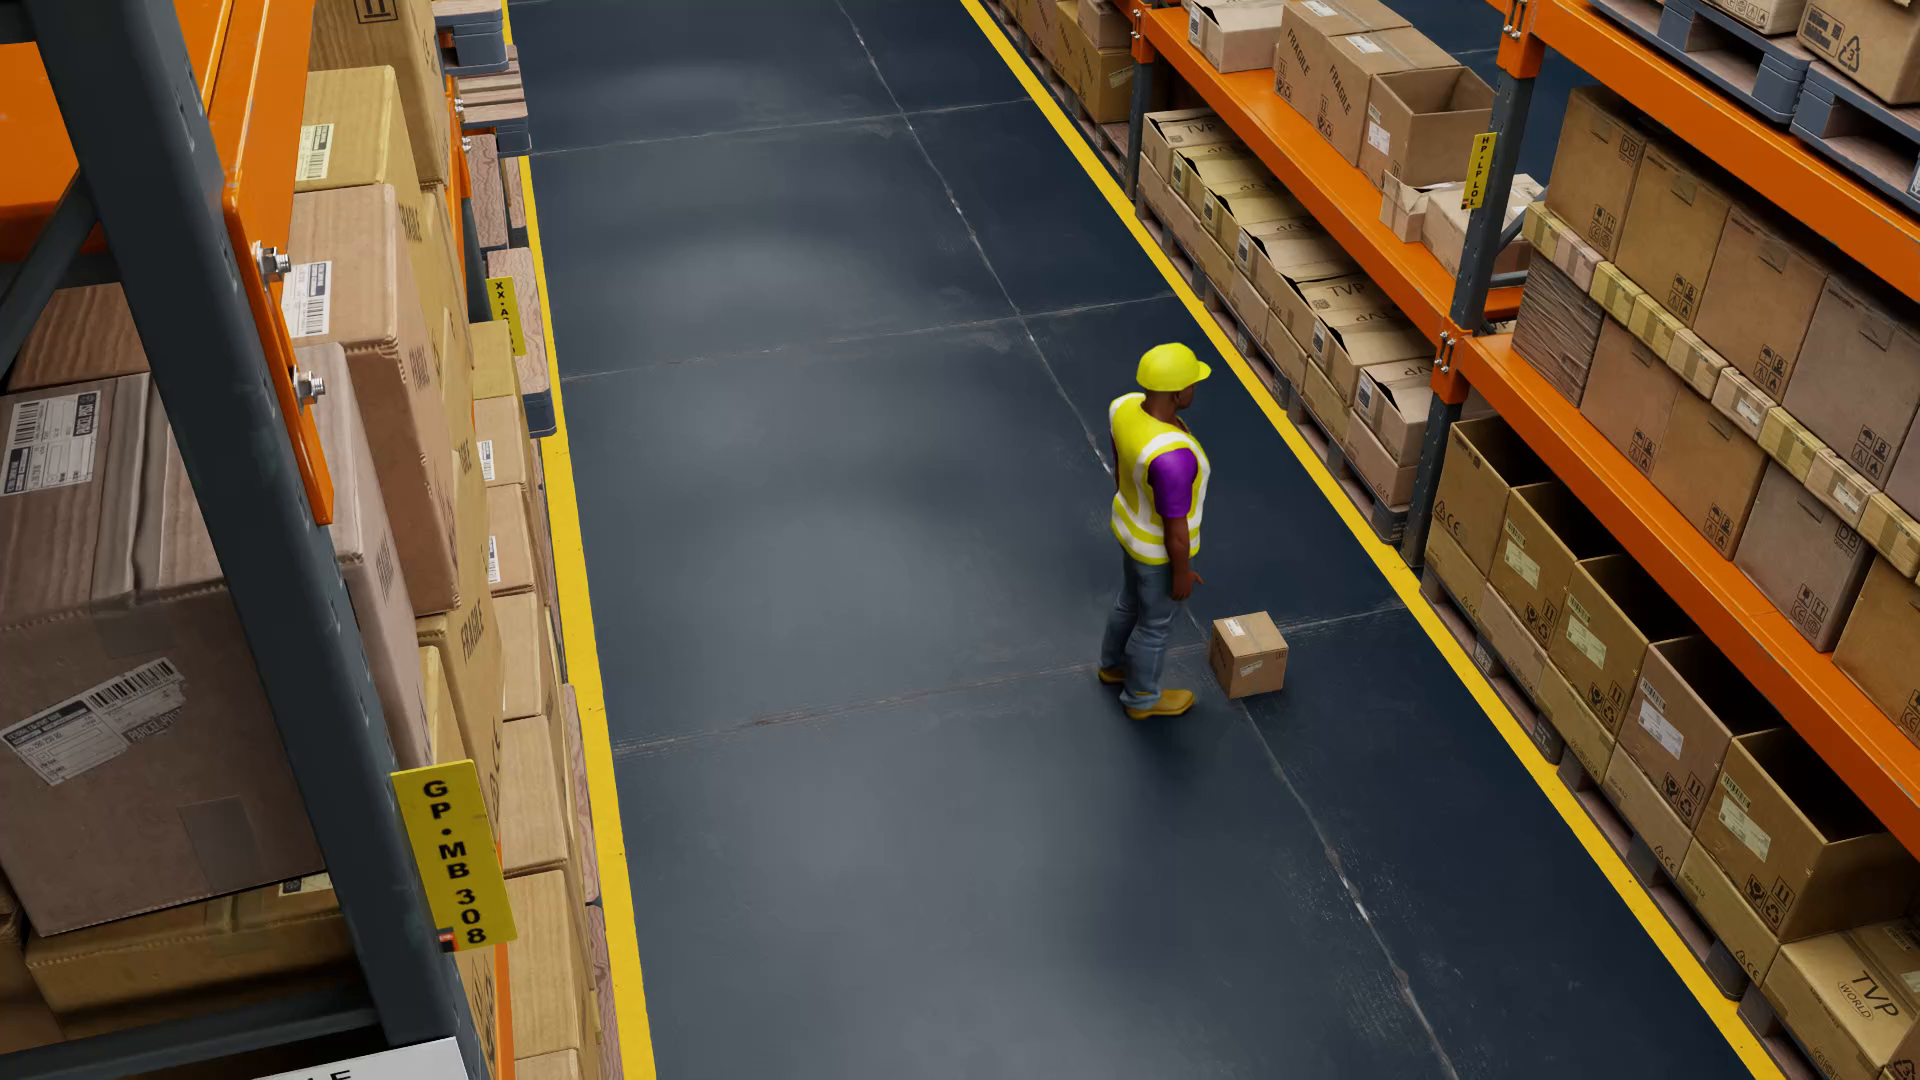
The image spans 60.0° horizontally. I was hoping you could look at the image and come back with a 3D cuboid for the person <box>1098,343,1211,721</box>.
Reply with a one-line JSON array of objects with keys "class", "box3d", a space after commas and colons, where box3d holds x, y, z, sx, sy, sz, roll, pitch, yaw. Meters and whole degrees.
[{"class": "person", "box3d": [0.806, -0.002, 6.728, 0.377, 1.807, 0.575, -10, 39, -12]}]
